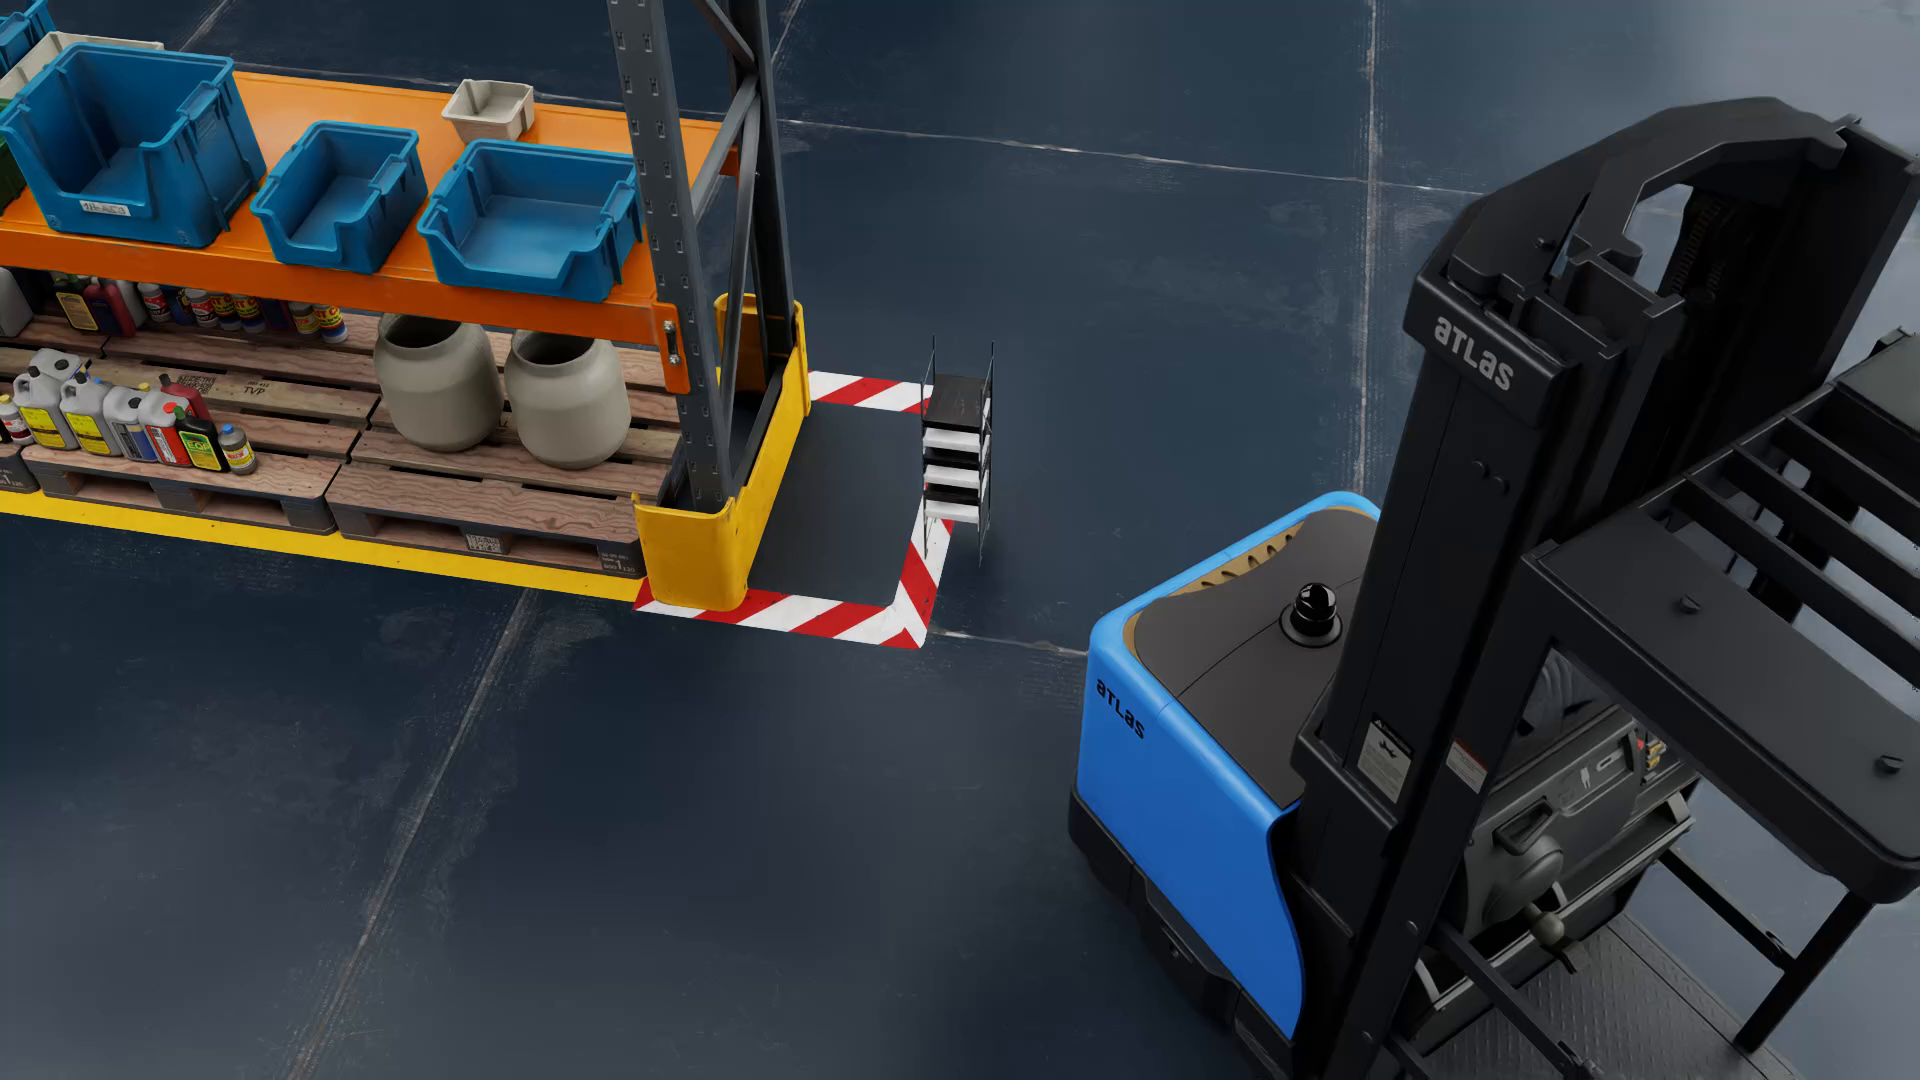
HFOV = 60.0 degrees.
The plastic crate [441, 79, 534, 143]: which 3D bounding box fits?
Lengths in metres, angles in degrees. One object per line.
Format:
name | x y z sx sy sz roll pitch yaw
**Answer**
plastic crate | -1.607 -1.475 5.736 0.250 0.136 0.298 8 49 7

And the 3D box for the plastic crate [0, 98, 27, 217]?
plastic crate | -3.434 -1.281 5.527 0.662 0.188 0.450 8 49 7

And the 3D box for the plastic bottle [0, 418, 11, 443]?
plastic bottle | -3.658 -0.490 6.204 0.133 0.283 0.061 10 49 9

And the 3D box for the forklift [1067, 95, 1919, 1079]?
forklift | 1.590 0.676 3.672 1.130 2.935 3.031 -27 53 -22

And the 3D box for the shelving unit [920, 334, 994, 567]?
shelving unit | -0.008 -0.302 5.916 0.210 0.900 0.258 8 49 7

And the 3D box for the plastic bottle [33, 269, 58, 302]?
plastic bottle | -3.678 -1.087 6.740 0.133 0.283 0.061 11 49 9

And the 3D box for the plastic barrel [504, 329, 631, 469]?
plastic barrel | -1.444 -0.549 6.117 0.421 0.512 0.421 0 48 0

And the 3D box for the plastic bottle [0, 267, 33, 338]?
plastic bottle | -3.847 -0.964 6.635 0.135 0.276 0.152 8 49 7

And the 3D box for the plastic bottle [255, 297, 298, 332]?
plastic bottle | -2.731 -0.959 6.626 0.133 0.283 0.061 8 49 7

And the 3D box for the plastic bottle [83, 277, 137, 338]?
plastic bottle | -3.387 -0.933 6.602 0.133 0.283 0.061 8 49 7

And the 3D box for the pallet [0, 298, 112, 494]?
pallet | -4.066 -0.687 6.725 1.213 0.211 1.003 8 49 7

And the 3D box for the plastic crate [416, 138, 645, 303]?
plastic crate | -1.329 -1.007 5.238 0.616 0.251 0.499 8 49 7

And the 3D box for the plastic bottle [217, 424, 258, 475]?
plastic bottle | -2.668 -0.343 6.127 0.097 0.201 0.097 0 48 0

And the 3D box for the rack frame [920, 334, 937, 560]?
rack frame | -0.108 -0.315 5.928 0.006 0.900 0.240 8 49 7

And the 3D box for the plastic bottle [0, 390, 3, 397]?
plastic bottle | -3.662 -0.546 6.262 0.097 0.271 0.097 0 48 0

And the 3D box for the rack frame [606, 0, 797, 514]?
rack frame | -0.783 -1.209 5.320 0.127 3.000 1.000 8 49 7

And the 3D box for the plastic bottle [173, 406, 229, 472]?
plastic bottle | -2.787 -0.372 6.098 0.133 0.283 0.061 9 49 8

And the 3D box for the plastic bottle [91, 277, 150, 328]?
plastic bottle | -3.368 -1.008 6.675 0.135 0.276 0.152 8 49 8

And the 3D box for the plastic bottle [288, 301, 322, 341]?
plastic bottle | -2.614 -0.902 6.630 0.097 0.201 0.097 0 48 0

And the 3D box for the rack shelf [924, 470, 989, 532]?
rack shelf | -0.008 -0.159 6.075 0.200 0.077 0.258 8 49 7

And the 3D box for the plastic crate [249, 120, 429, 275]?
plastic crate | -1.967 -1.097 5.319 0.408 0.251 0.499 8 49 7

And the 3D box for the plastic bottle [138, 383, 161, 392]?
plastic bottle | -3.044 -0.508 6.276 0.097 0.201 0.097 0 48 0

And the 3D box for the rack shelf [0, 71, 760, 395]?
rack shelf | -2.751 -1.233 5.825 4.000 0.370 1.077 8 49 7

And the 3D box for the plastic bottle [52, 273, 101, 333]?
plastic bottle | -3.521 -0.957 6.623 0.133 0.283 0.061 8 49 7

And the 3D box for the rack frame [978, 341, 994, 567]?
rack frame | 0.092 -0.288 5.904 0.006 0.900 0.240 8 49 7

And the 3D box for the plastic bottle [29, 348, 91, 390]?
plastic bottle | -3.393 -0.595 6.303 0.135 0.276 0.152 8 49 7

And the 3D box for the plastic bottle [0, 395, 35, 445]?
plastic bottle | -3.539 -0.460 6.232 0.097 0.201 0.097 0 48 0

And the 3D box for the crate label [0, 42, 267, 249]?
crate label | -2.642 -1.266 5.348 0.616 0.435 0.502 8 49 7

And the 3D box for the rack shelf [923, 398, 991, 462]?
rack shelf | -0.008 -0.400 5.807 0.200 0.077 0.258 8 49 7

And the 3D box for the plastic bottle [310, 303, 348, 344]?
plastic bottle | -2.512 -0.912 6.591 0.097 0.271 0.097 0 48 0

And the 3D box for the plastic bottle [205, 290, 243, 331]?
plastic bottle | -2.948 -0.971 6.644 0.097 0.271 0.097 0 48 0

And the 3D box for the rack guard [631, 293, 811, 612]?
rack guard | -0.866 -0.349 6.228 0.348 0.500 1.175 8 49 7

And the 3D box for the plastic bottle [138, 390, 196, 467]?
plastic bottle | -2.911 -0.421 6.147 0.135 0.276 0.152 8 49 7

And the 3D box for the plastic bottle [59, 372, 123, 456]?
plastic bottle | -3.212 -0.484 6.153 0.185 0.351 0.144 9 49 8

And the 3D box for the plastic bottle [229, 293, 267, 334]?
plastic bottle | -2.849 -0.957 6.632 0.097 0.271 0.097 0 48 0

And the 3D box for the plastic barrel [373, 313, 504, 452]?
plastic barrel | -1.938 -0.615 6.177 0.421 0.512 0.421 0 48 0

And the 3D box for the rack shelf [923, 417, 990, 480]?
rack shelf | -0.008 -0.340 5.874 0.200 0.077 0.258 8 49 7

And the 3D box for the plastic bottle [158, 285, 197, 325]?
plastic bottle | -3.147 -0.998 6.668 0.097 0.271 0.097 0 48 0

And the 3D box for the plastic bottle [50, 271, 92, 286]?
plastic bottle | -3.528 -1.058 6.669 0.185 0.351 0.144 7 48 7

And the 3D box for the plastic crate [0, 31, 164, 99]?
plastic crate | -3.076 -1.621 5.867 0.437 0.136 0.530 8 49 7

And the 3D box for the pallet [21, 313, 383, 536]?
pallet | -2.862 -0.527 6.582 1.213 0.211 1.003 8 49 7

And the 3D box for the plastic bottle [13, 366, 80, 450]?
plastic bottle | -3.395 -0.508 6.175 0.185 0.351 0.144 7 48 7

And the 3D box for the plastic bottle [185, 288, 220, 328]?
plastic bottle | -3.045 -0.960 6.682 0.097 0.201 0.097 0 48 0

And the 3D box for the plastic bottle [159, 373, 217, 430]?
plastic bottle | -2.893 -0.502 6.215 0.133 0.283 0.061 8 49 7

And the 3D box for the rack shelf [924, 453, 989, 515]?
rack shelf | -0.008 -0.219 6.008 0.200 0.077 0.258 8 49 7

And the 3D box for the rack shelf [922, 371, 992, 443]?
rack shelf | -0.008 -0.460 5.740 0.200 0.077 0.258 8 49 7

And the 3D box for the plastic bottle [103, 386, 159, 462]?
plastic bottle | -3.048 -0.440 6.164 0.135 0.276 0.152 6 48 6

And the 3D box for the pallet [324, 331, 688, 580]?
pallet | -1.665 -0.364 6.435 1.213 0.211 1.003 8 49 7

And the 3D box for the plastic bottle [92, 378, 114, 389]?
plastic bottle | -3.233 -0.528 6.293 0.097 0.201 0.097 0 48 0

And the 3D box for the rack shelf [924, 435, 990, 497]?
rack shelf | -0.008 -0.280 5.941 0.200 0.077 0.258 8 49 7

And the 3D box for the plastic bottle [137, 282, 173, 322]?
plastic bottle | -3.247 -0.988 6.706 0.097 0.201 0.097 0 48 0

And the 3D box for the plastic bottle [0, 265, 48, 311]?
plastic bottle | -3.845 -1.100 6.707 0.185 0.351 0.144 5 48 5

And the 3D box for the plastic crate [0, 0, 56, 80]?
plastic crate | -3.582 -1.741 5.898 0.616 0.251 0.499 8 49 7
